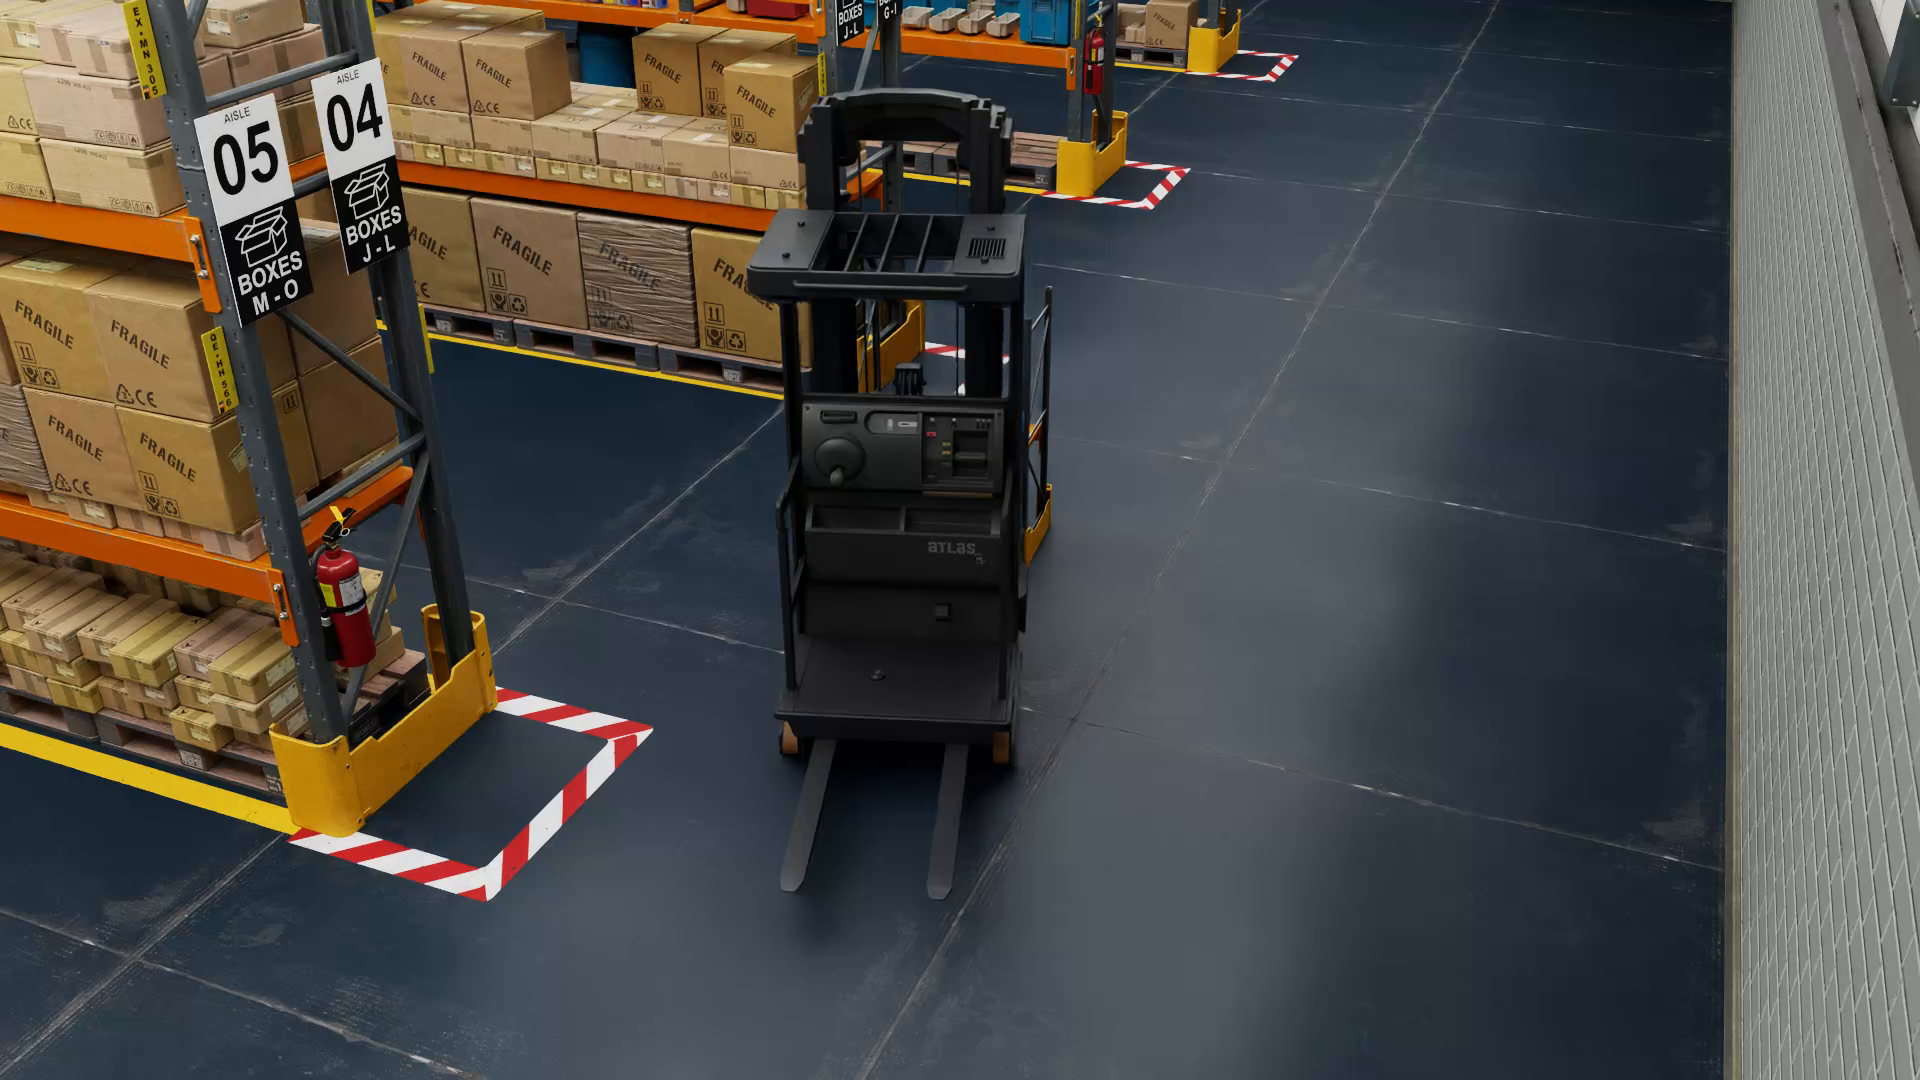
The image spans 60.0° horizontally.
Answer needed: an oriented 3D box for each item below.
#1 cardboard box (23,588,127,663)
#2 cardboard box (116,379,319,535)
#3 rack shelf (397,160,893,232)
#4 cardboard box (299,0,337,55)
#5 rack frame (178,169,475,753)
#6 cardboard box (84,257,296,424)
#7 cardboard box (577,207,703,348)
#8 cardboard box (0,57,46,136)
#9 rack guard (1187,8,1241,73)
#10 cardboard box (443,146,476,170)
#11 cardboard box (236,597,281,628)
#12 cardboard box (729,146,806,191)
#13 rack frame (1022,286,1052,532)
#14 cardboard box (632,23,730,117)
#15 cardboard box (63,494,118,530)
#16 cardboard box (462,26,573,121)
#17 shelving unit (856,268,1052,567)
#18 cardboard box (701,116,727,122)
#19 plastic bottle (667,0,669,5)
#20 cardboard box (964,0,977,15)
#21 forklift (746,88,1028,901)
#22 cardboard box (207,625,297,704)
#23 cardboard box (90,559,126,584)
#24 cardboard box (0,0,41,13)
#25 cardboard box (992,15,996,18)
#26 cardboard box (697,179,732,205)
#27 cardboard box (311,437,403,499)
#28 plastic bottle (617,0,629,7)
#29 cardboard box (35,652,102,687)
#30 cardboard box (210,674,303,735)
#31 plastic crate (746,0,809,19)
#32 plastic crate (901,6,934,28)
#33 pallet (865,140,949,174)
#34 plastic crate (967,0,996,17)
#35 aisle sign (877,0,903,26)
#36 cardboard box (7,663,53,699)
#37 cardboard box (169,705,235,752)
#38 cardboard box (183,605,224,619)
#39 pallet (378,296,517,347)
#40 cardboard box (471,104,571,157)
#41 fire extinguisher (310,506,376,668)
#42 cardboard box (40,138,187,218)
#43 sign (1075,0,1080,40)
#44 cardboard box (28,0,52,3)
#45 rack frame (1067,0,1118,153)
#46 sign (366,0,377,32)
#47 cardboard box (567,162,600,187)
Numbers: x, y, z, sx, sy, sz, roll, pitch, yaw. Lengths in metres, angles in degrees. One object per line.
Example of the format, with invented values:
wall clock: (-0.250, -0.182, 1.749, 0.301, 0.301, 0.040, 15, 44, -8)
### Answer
cardboard box: (-4.165, 0.399, 7.862, 0.250, 0.149, 0.380, 12, 32, 21)
cardboard box: (-3.108, -0.393, 6.993, 0.500, 0.500, 0.500, 12, 32, 20)
rack shelf: (-2.489, -2.554, 11.951, 4.000, 0.370, 1.077, 11, 31, 19)
cardboard box: (-4.938, -3.832, 12.360, 0.637, 0.503, 0.797, 10, 31, 18)
rack frame: (-2.595, -0.254, 7.152, 0.127, 3.000, 1.000, 11, 31, 19)
cardboard box: (-3.112, -0.834, 6.757, 0.500, 0.500, 0.500, 11, 31, 18)
cardboard box: (-2.103, -2.005, 11.982, 0.875, 0.875, 0.875, 11, 31, 19)
cardboard box: (-3.591, -1.776, 6.439, 0.500, 0.250, 0.500, 10, 31, 18)
rack guard: (3.021, -5.939, 19.750, 0.348, 0.500, 1.175, 11, 31, 19)
cardboard box: (-3.462, -2.777, 11.869, 0.250, 0.149, 0.380, 10, 31, 18)
cardboard box: (-3.253, 0.297, 8.042, 0.250, 0.149, 0.380, 12, 32, 20)
cardboard box: (-1.185, -2.530, 11.028, 0.500, 0.250, 0.500, 11, 31, 18)
rack frame: (0.425, -0.629, 9.338, 0.032, 1.500, 0.500, 8, 31, 14)
cardboard box: (-1.925, -3.285, 11.602, 0.500, 0.500, 0.500, 10, 31, 18)
cardboard box: (-3.703, -0.216, 7.338, 0.250, 0.149, 0.380, 12, 32, 20)
cardboard box: (-3.058, -3.234, 11.511, 0.500, 0.500, 0.500, 10, 31, 18)
shelving unit: (-0.054, -0.699, 9.463, 1.083, 1.500, 0.587, 8, 31, 14)
cardboard box: (-1.464, -2.866, 11.623, 0.500, 0.250, 0.500, 11, 31, 19)
plastic bottle: (-2.938, -5.395, 16.448, 0.097, 0.201, 0.097, 0, 29, 0)
cardboard box: (0.020, -6.881, 20.968, 0.500, 0.500, 0.500, 11, 31, 19)
forklift: (-0.277, -0.383, 7.449, 1.130, 2.935, 3.031, 2, 30, 4)
cardboard box: (-3.181, 0.563, 7.572, 0.250, 0.149, 0.380, 12, 32, 20)
cardboard box: (-4.179, 0.059, 8.464, 0.250, 0.149, 0.380, 12, 32, 20)
cardboard box: (-3.729, -1.951, 6.343, 0.250, 0.149, 0.380, 12, 32, 20)
cardboard box: (0.498, -6.380, 20.421, 0.250, 0.166, 0.380, 11, 31, 19)
cardboard box: (-1.565, -2.398, 11.200, 0.250, 0.149, 0.380, 11, 31, 19)
cardboard box: (-2.772, -0.354, 7.584, 0.250, 0.149, 0.380, 11, 31, 19)
plastic bottle: (-3.306, -5.435, 16.443, 0.135, 0.276, 0.152, 11, 31, 19)
cardboard box: (-4.158, 0.522, 7.947, 0.250, 0.149, 0.380, 12, 32, 20)
cardboard box: (-3.191, 0.707, 7.619, 0.250, 0.149, 0.380, 10, 31, 18)
plastic crate: (-1.747, -5.270, 15.899, 0.583, 0.464, 0.402, 11, 31, 19)
plastic crate: (-0.409, -4.882, 15.546, 0.250, 0.136, 0.298, 11, 31, 19)
pallet: (-0.650, -3.938, 16.503, 1.213, 0.211, 1.003, 11, 31, 19)
plastic crate: (0.226, -5.085, 15.905, 0.298, 0.136, 0.250, 11, 31, 19)
aisle sign: (-0.457, -3.752, 10.698, 0.004, 0.787, 0.394, 11, 31, 19)
cardboard box: (-4.389, 0.594, 8.121, 0.250, 0.149, 0.380, 12, 32, 20)
cardboard box: (-3.437, 0.800, 7.756, 0.250, 0.149, 0.380, 12, 32, 21)
cardboard box: (-3.673, 0.282, 8.371, 0.250, 0.149, 0.380, 12, 32, 21)
pallet: (-3.668, -1.847, 12.803, 1.213, 0.211, 1.003, 11, 31, 19)
cardboard box: (-3.065, -2.908, 11.696, 0.500, 0.250, 0.500, 12, 32, 20)
fire extinguisher: (-2.535, 0.199, 6.808, 0.183, 0.674, 0.296, 11, 31, 19)
cardboard box: (-3.116, -1.458, 6.386, 0.500, 0.250, 0.500, 11, 31, 18)
sign: (1.034, -4.573, 14.626, 0.005, 0.325, 0.100, 11, 31, 19)
cardboard box: (-3.766, -2.233, 6.844, 0.250, 0.149, 0.380, 12, 32, 21)
rack frame: (1.226, -4.756, 15.115, 0.127, 3.000, 1.000, 11, 31, 19)
sign: (-2.391, -2.188, 6.636, 0.005, 0.325, 0.100, 11, 31, 19)
cardboard box: (-2.506, -2.586, 11.533, 0.250, 0.149, 0.380, 12, 32, 20)
